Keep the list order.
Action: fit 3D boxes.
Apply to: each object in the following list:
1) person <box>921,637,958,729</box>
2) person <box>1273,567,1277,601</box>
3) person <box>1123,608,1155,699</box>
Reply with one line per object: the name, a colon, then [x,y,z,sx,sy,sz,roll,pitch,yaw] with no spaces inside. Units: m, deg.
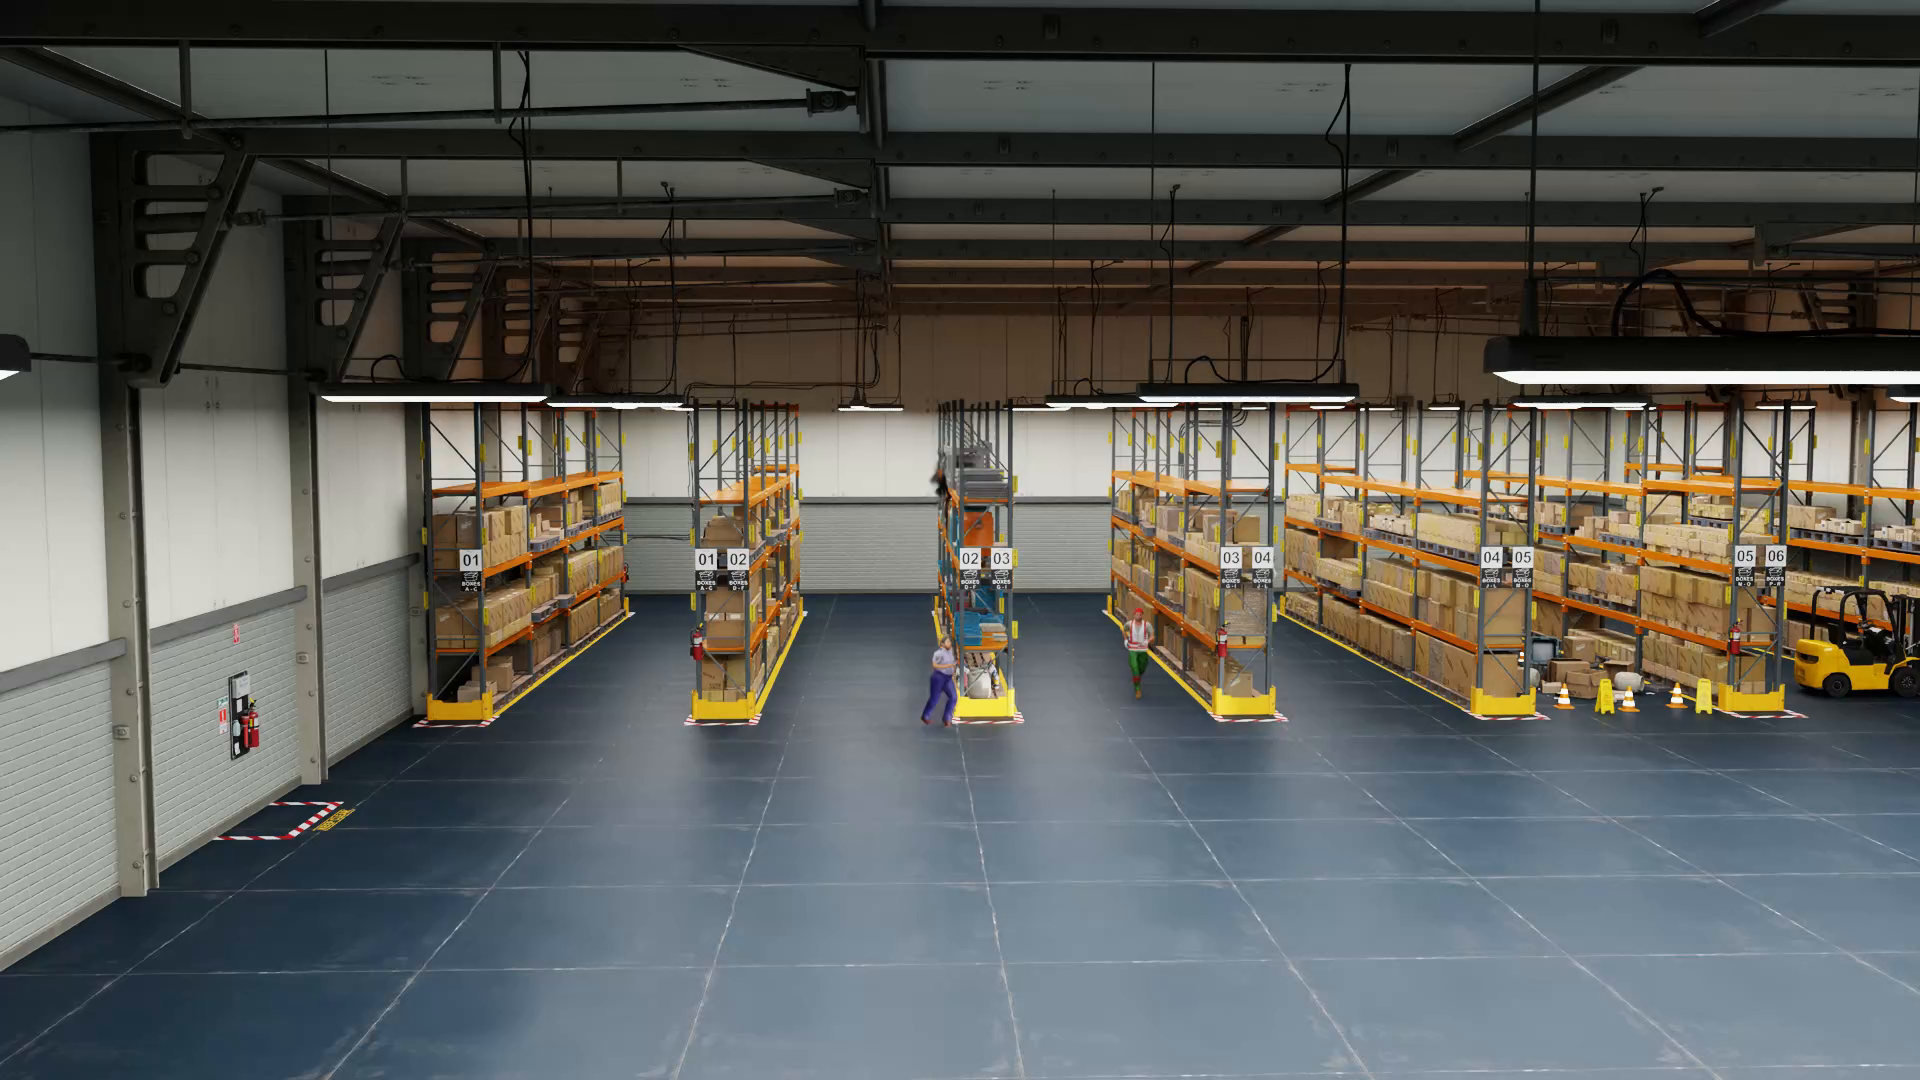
person: [-0.317,2.613,30.435,0.722,1.705,0.603,4,6,41]
person: [8.924,1.253,48.637,0.780,1.531,0.610,-1,4,-13]
person: [3.646,2.271,33.923,0.612,1.801,1.150,0,4,-2]
